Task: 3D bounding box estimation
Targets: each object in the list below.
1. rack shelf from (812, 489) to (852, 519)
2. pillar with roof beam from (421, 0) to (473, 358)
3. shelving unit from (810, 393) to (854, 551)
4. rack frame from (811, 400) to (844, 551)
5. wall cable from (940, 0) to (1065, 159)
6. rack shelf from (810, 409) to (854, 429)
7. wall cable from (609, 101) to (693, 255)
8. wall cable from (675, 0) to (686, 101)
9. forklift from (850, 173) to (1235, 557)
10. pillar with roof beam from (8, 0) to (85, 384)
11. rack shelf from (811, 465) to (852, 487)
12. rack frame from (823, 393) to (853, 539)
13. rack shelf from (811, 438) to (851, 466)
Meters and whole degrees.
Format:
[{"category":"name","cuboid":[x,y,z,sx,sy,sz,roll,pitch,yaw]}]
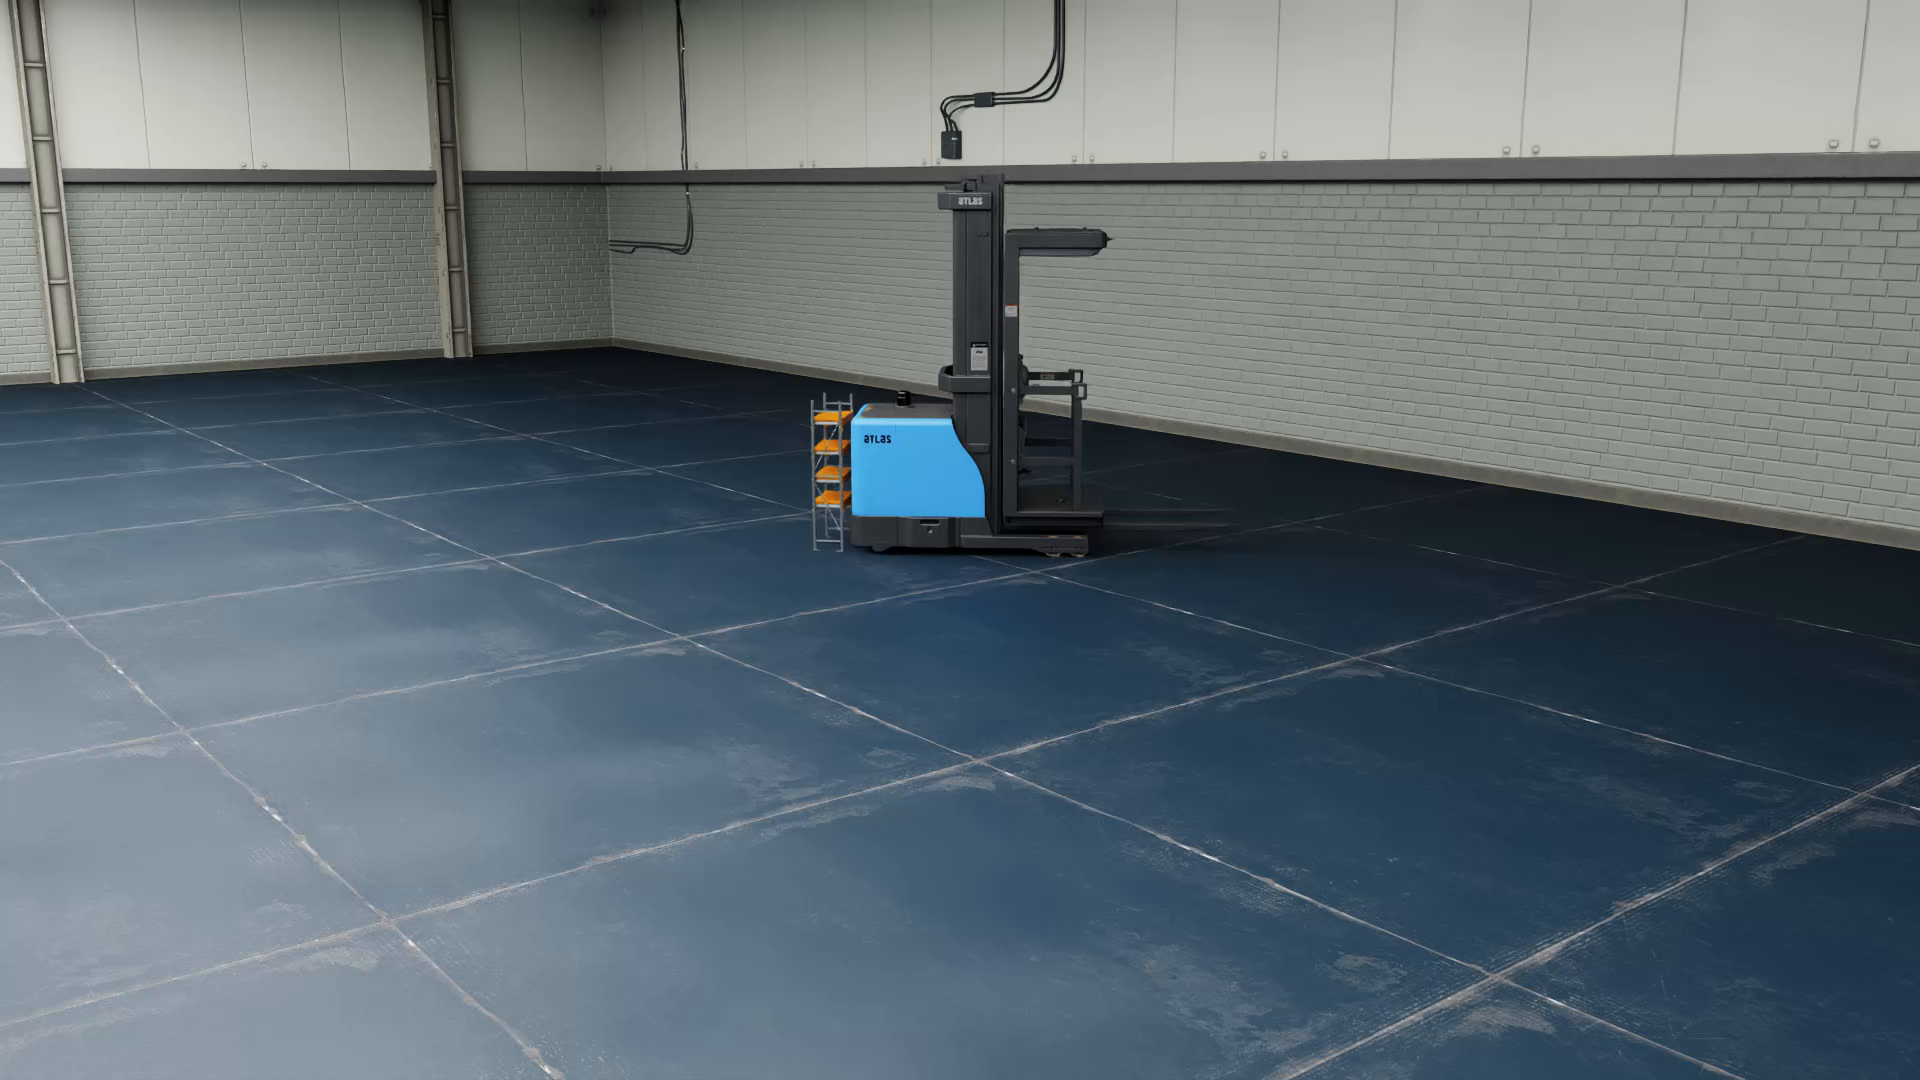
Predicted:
[{"category":"rack shelf","cuboid":[-1.017,-0.291,13.391,0.258,0.148,0.480,1,12,7]},{"category":"pillar with roof beam","cuboid":[-5.857,-6.827,24.114,0.400,9.000,9.100,-9,15,-38]},{"category":"shelving unit","cuboid":[-1.017,-0.551,13.336,0.258,1.200,0.503,1,12,7]},{"category":"rack frame","cuboid":[-1.046,-0.501,13.099,0.240,1.200,0.015,1,12,7]},{"category":"wall cable","cuboid":[0.498,-7.814,20.578,0.169,6.003,2.305,-9,15,-38]},{"category":"rack shelf","cuboid":[-1.017,-0.935,13.254,0.258,0.148,0.480,1,12,7]},{"category":"wall cable","cuboid":[-5.420,-6.174,28.515,0.112,2.526,3.097,-9,15,-38]},{"category":"wall cable","cuboid":[-3.730,-8.206,25.924,0.112,2.526,3.097,-9,15,-38]},{"category":"forklift","cuboid":[0.667,-1.411,13.216,3.031,2.935,1.130,1,12,2]},{"category":"pillar with roof beam","cuboid":[-10.542,-6.048,20.447,0.400,9.000,9.100,-9,15,-38]},{"category":"rack shelf","cuboid":[-1.017,-0.485,13.350,0.258,0.148,0.480,1,12,7]},{"category":"rack frame","cuboid":[-0.988,-0.601,13.573,0.240,1.200,0.015,1,12,7]},{"category":"rack shelf","cuboid":[-1.017,-0.704,13.303,0.258,0.148,0.480,1,12,7]}]
